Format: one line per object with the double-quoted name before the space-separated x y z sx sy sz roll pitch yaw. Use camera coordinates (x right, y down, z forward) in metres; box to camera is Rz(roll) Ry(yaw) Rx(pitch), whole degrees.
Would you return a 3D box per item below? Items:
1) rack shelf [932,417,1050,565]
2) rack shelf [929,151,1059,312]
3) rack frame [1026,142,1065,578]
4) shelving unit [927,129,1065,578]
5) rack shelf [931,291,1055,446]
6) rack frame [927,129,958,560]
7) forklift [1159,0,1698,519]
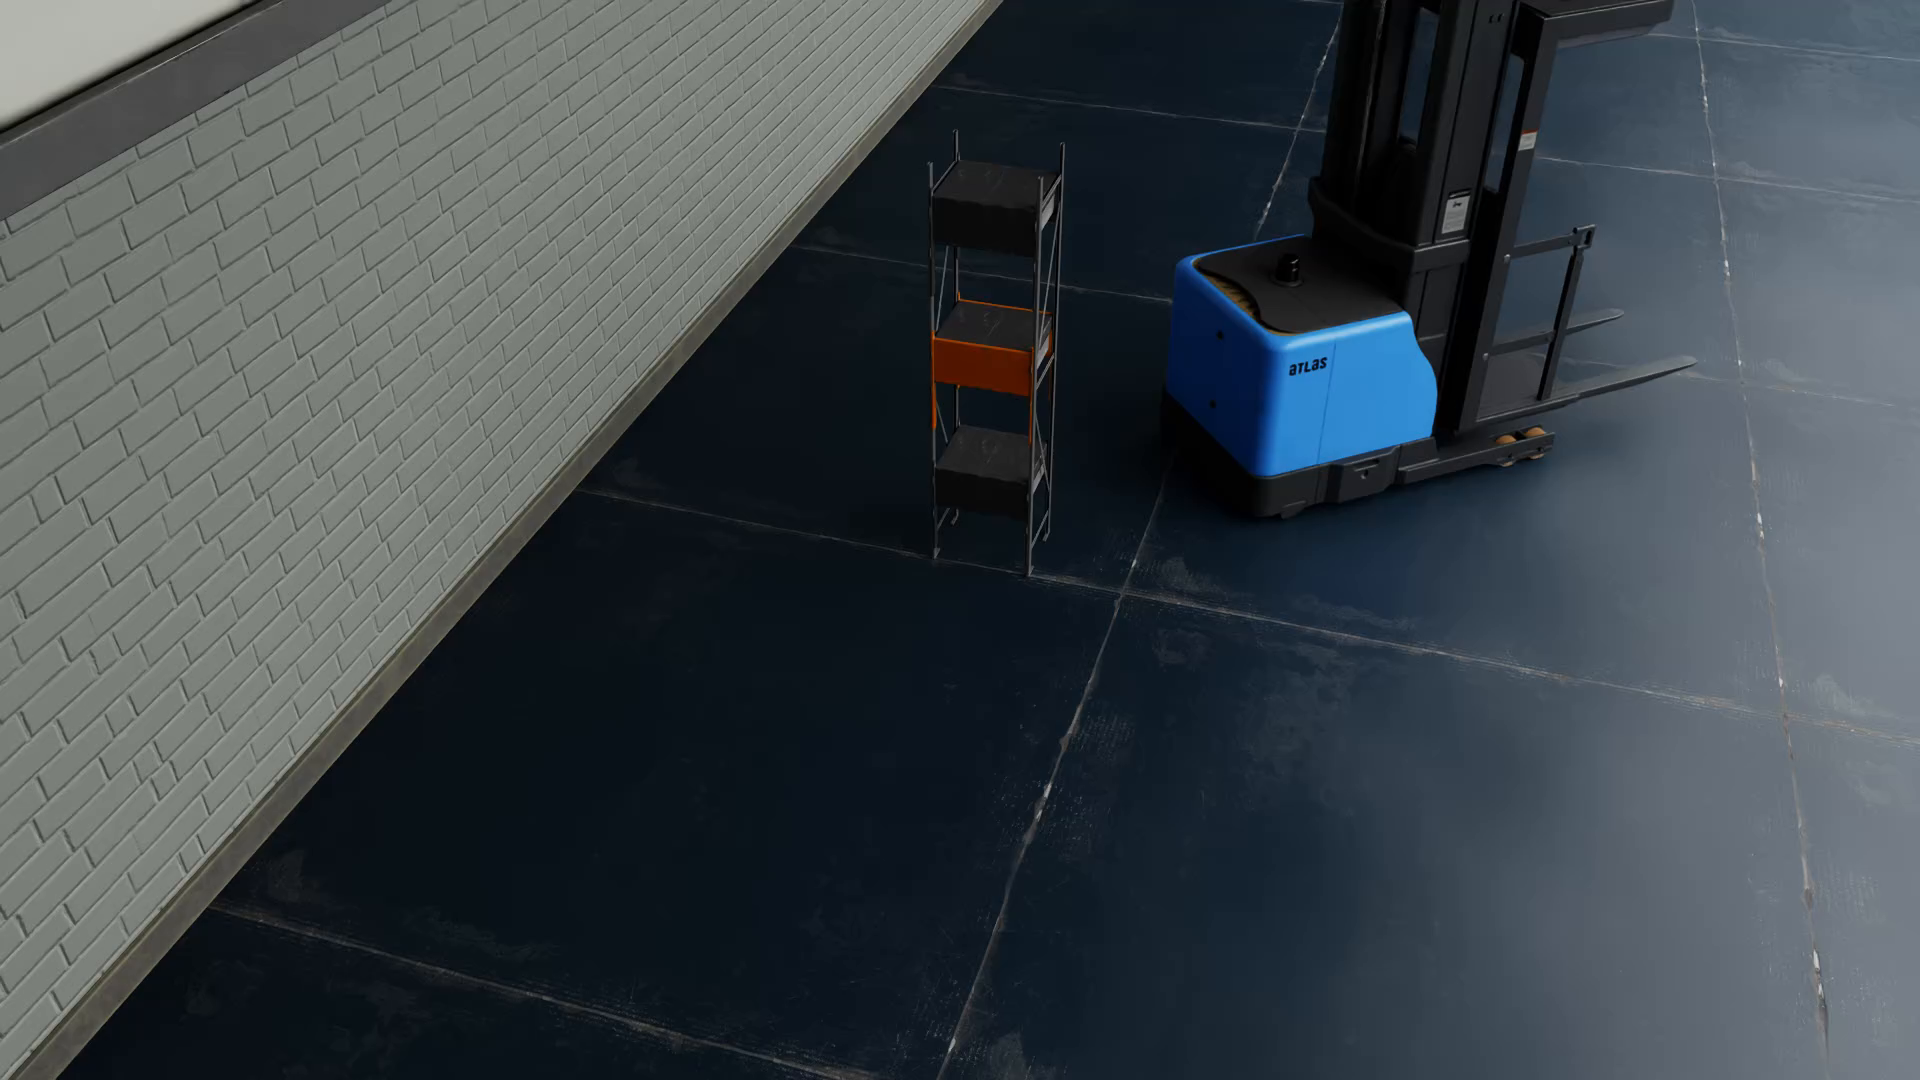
"rack shelf" 0.158 -0.242 8.196 0.480 0.518 0.431 10 38 14
"rack shelf" 0.158 -1.369 7.366 0.480 0.518 0.431 10 38 14
"rack frame" 0.391 -0.773 7.714 0.015 2.100 0.400 10 38 14
"shelving unit" 0.158 -0.816 7.773 0.503 2.100 0.431 10 38 14
"rack shelf" 0.158 -0.805 7.781 0.480 0.518 0.431 10 38 14
"rack frame" -0.075 -0.860 7.831 0.015 2.100 0.400 10 38 14
"forklift" 2.667 -1.851 8.477 3.031 2.935 1.130 -14 39 -18
